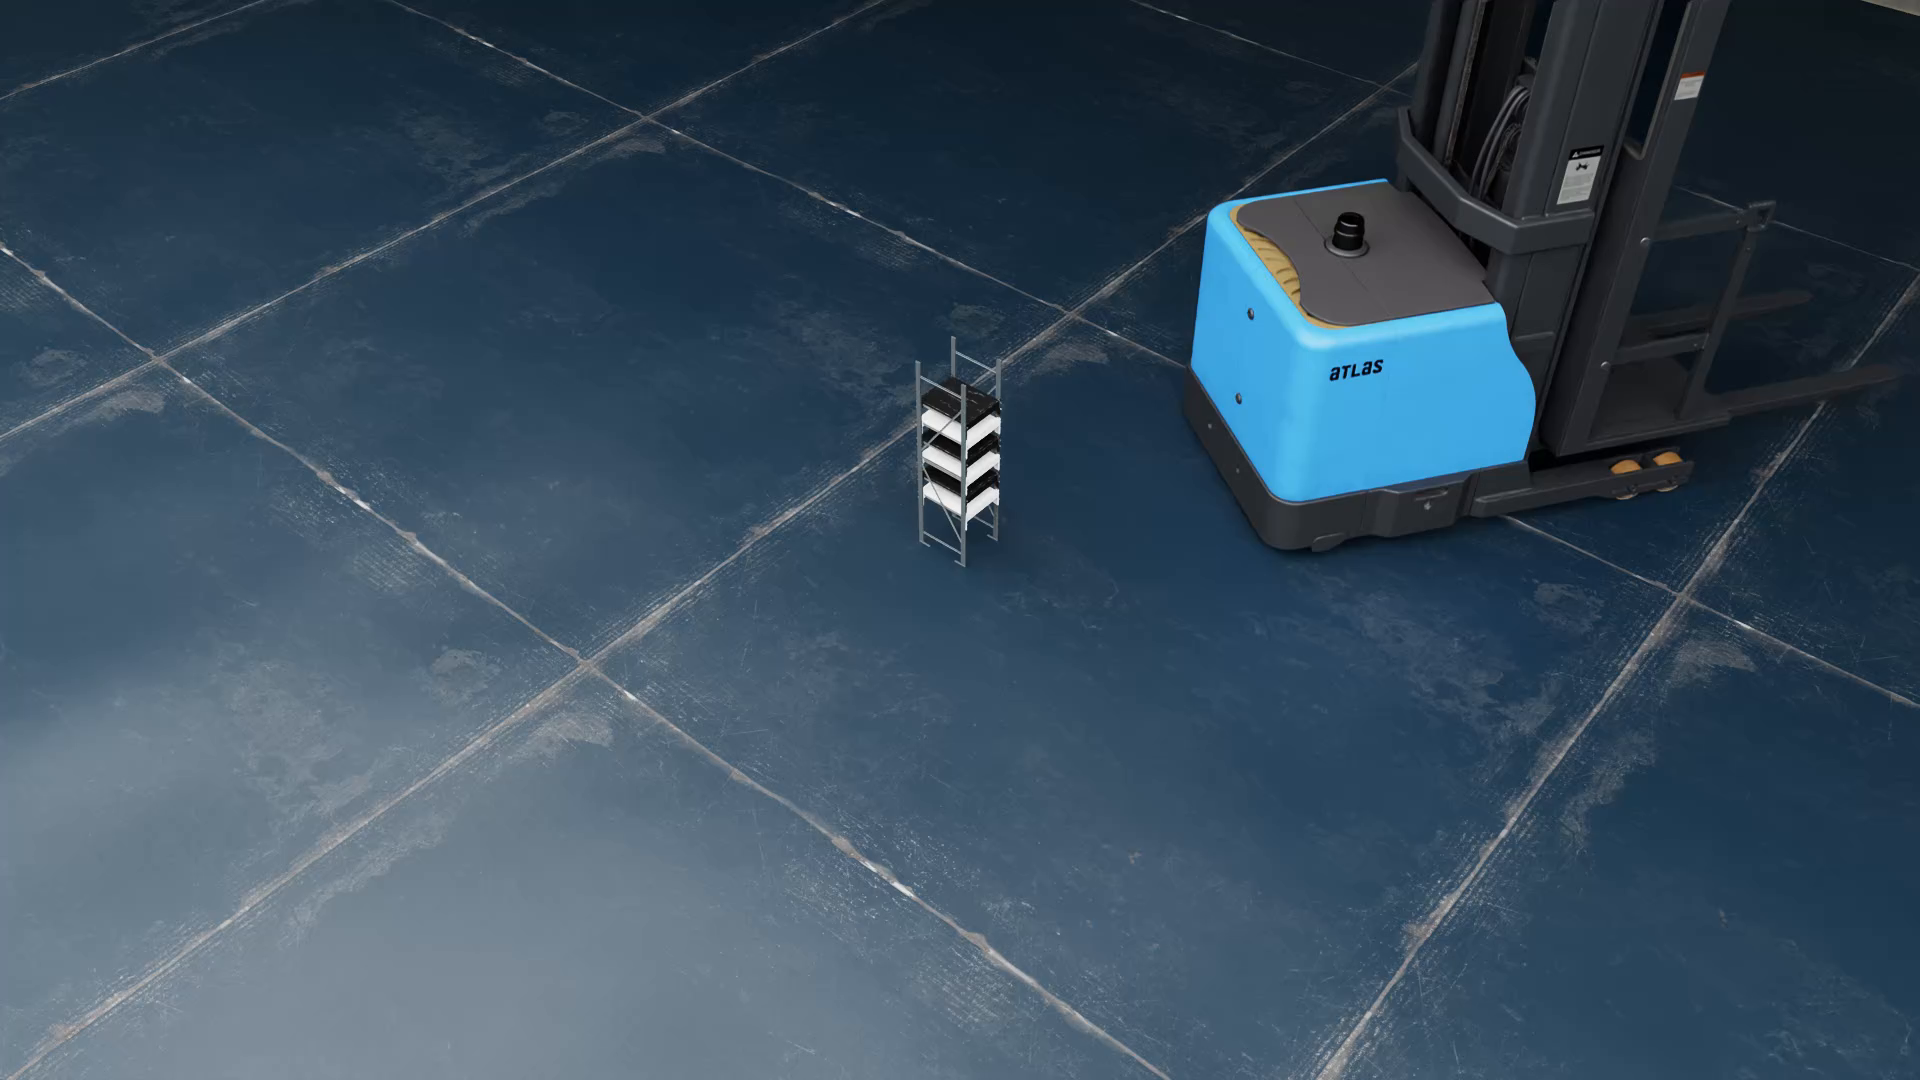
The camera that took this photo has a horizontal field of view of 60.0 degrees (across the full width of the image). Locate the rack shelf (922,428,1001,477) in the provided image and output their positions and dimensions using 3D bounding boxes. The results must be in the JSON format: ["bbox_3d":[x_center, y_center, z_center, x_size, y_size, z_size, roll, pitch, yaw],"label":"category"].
[{"bbox_3d":[-0.005,-0.371,6.405,0.258,0.077,0.200,29,50,28],"label":"rack shelf"}]

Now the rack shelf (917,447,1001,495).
[{"bbox_3d":[-0.005,-0.304,6.465,0.258,0.077,0.200,29,50,28],"label":"rack shelf"}]

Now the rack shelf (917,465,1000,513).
[{"bbox_3d":[-0.005,-0.238,6.526,0.258,0.077,0.200,29,50,28],"label":"rack shelf"}]

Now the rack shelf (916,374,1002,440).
[{"bbox_3d":[-0.005,-0.504,6.283,0.258,0.077,0.200,29,50,28],"label":"rack shelf"}]

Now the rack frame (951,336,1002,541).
[{"bbox_3d":[0.060,-0.381,6.500,0.240,0.900,0.006,29,50,28],"label":"rack frame"}]

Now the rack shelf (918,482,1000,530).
[{"bbox_3d":[-0.005,-0.171,6.586,0.258,0.077,0.200,29,50,28],"label":"rack shelf"}]

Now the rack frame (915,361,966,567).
[{"bbox_3d":[-0.071,-0.276,6.385,0.240,0.900,0.006,29,50,28],"label":"rack frame"}]

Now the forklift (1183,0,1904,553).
[{"bbox_3d":[2.549,-1.586,6.315,3.031,2.935,1.130,-11,43,-11],"label":"forklift"}]

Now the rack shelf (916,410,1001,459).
[{"bbox_3d":[-0.005,-0.437,6.344,0.258,0.077,0.200,29,50,28],"label":"rack shelf"}]

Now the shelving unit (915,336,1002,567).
[{"bbox_3d":[-0.005,-0.329,6.443,0.258,0.900,0.210,29,50,28],"label":"shelving unit"}]
